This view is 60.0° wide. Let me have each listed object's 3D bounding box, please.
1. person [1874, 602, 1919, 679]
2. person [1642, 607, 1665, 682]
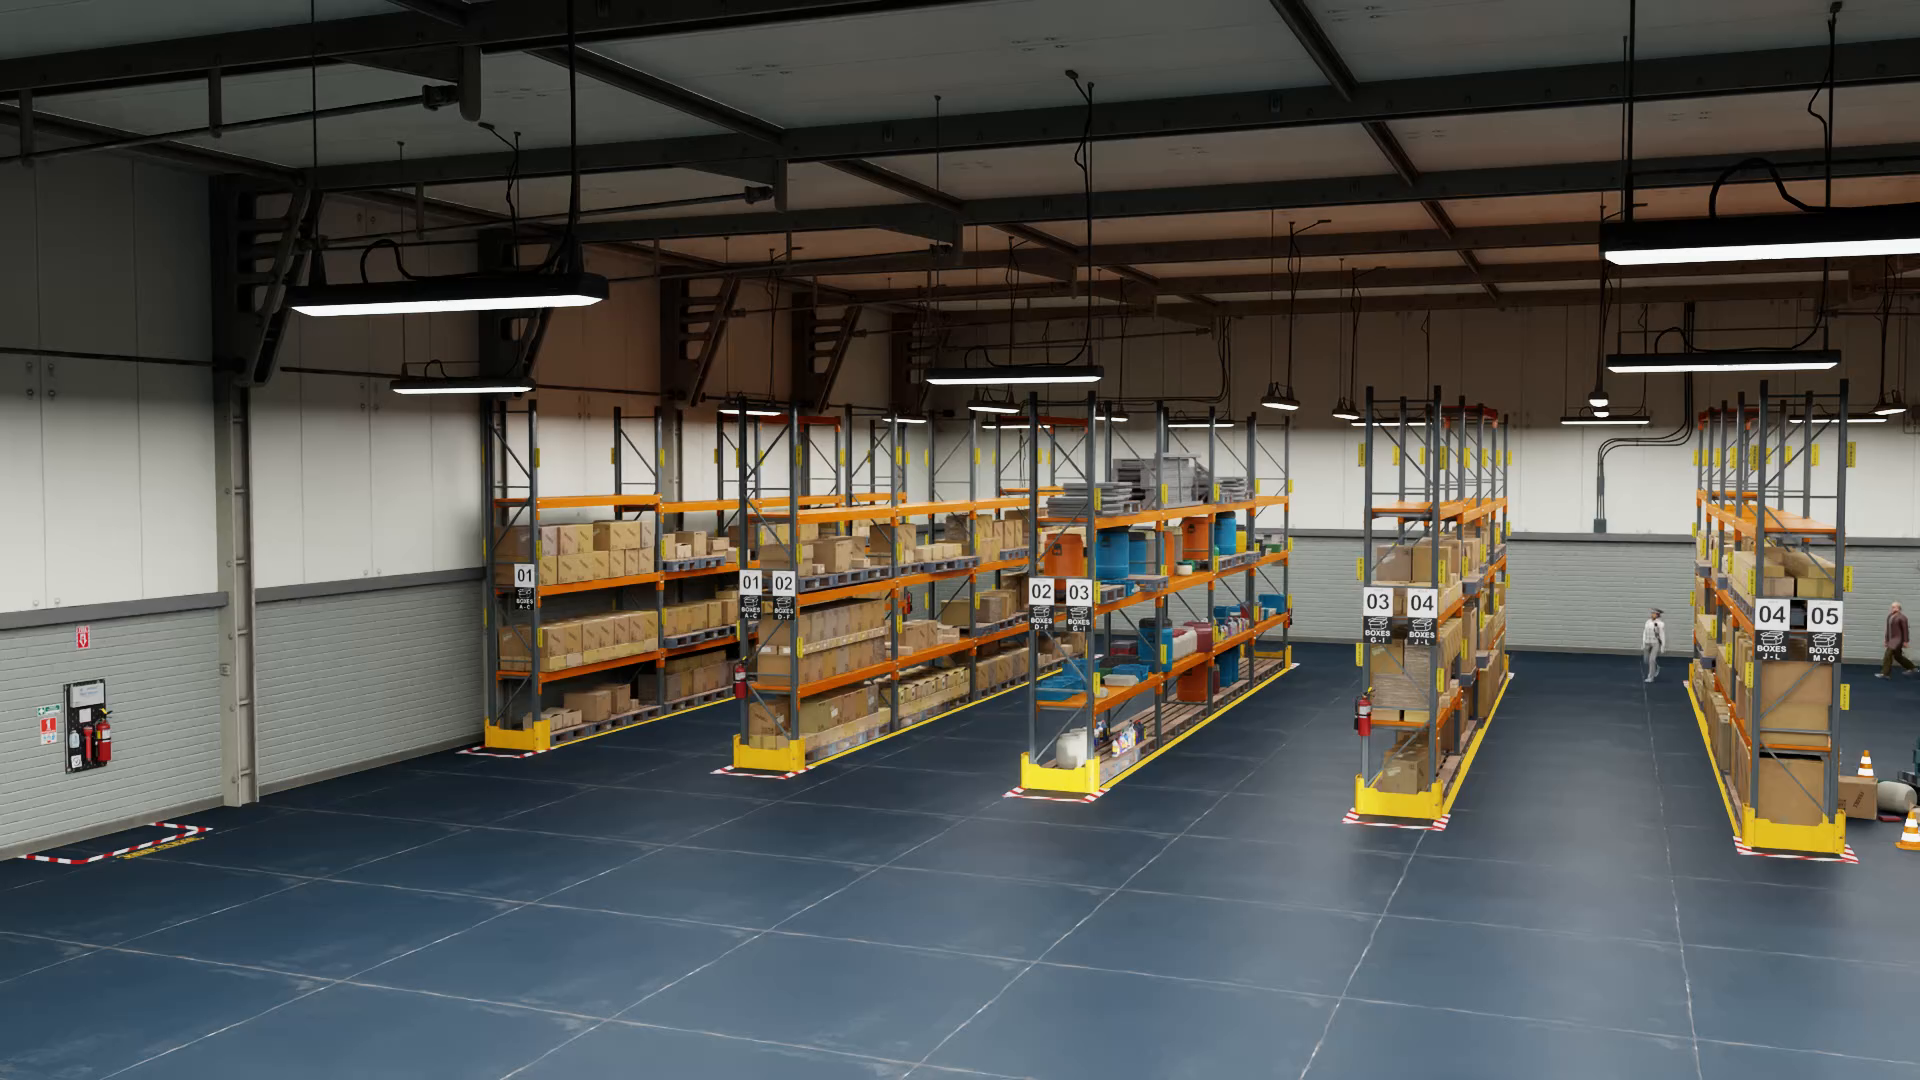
[{"bbox_3d":[21.213,2.269,37.636,1.112,1.733,0.567,0,3,-2],"label":"person"},{"bbox_3d":[15.510,2.322,37.151,0.746,1.660,0.499,-2,3,-34],"label":"person"}]
